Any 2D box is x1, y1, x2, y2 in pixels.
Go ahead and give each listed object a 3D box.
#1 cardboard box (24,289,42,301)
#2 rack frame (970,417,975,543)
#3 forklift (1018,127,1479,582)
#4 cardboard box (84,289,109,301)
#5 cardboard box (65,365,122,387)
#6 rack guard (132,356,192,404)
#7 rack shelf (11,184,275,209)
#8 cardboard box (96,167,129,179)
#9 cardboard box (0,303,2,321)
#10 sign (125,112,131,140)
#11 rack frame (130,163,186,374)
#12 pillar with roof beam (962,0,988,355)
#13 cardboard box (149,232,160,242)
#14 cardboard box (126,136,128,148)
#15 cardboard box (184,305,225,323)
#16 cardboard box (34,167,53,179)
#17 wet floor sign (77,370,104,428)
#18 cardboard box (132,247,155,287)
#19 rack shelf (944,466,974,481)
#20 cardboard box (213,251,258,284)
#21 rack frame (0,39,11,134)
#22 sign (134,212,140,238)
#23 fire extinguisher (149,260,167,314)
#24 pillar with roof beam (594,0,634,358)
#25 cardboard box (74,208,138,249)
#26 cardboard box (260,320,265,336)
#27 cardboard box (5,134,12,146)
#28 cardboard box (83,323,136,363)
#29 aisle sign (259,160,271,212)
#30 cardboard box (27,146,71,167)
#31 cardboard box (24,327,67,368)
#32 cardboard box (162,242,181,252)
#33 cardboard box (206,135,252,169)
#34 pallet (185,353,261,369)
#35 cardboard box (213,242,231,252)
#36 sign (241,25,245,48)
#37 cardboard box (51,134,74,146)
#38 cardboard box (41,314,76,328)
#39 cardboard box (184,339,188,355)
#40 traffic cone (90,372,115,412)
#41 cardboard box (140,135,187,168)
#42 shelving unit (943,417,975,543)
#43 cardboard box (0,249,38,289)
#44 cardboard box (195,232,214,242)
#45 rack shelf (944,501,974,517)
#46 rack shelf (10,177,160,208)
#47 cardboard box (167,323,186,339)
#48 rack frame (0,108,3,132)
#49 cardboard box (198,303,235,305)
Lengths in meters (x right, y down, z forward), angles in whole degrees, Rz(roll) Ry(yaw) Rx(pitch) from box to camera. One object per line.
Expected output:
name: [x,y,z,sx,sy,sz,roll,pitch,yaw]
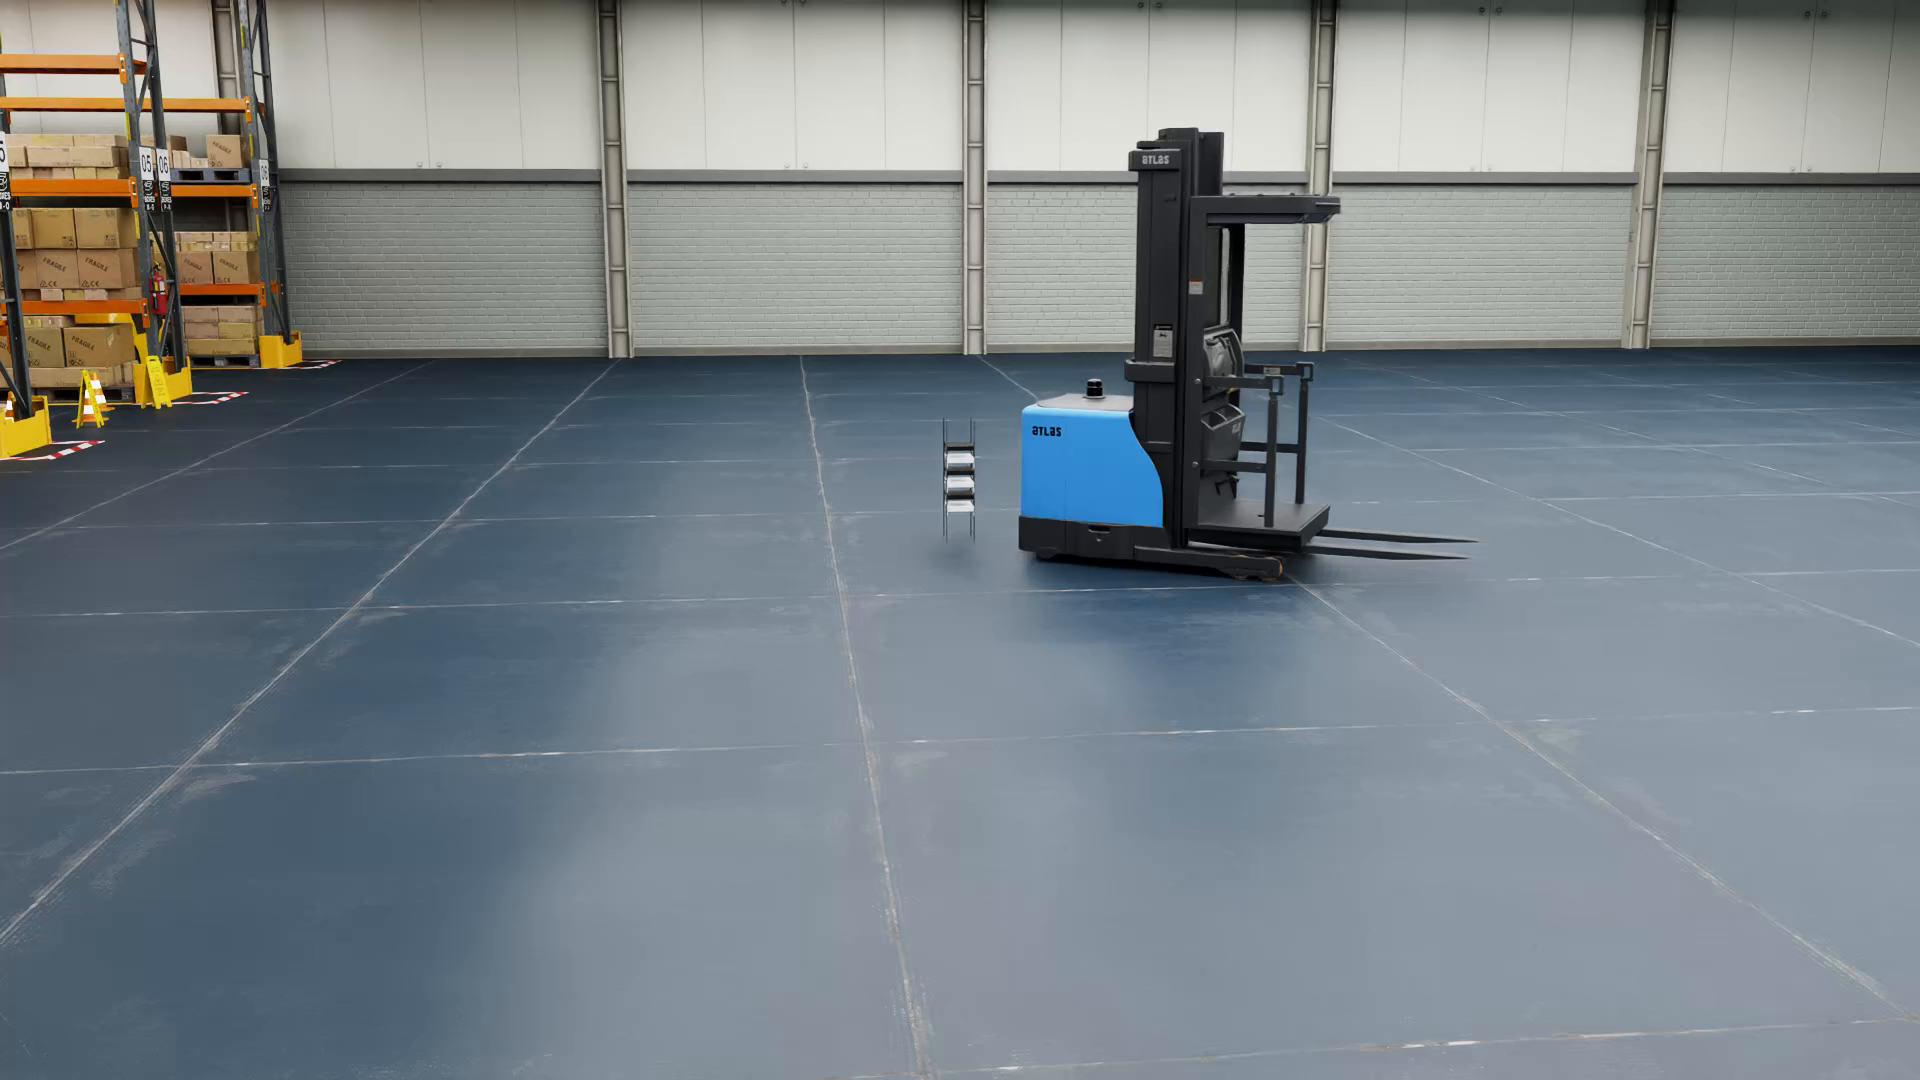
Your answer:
cardboard box: [-11.721,-3.141,21.219,0.250,0.149,0.380,-1,11,-5]
rack frame: [0.093,-0.443,12.291,0.006,0.900,0.240,-1,11,-6]
forklift: [1.978,-1.277,11.265,3.031,2.935,1.130,5,12,22]
cardboard box: [-10.942,-3.131,21.172,0.250,0.149,0.380,-1,11,-7]
cardboard box: [-11.151,-2.118,21.405,0.500,0.250,0.500,-1,11,-6]
rack guard: [-10.429,-2.102,21.764,0.348,0.500,1.175,-1,11,-6]
rack shelf: [-12.881,-5.359,25.941,4.000,0.370,1.077,-1,11,-6]
cardboard box: [-10.678,-4.618,20.955,0.250,0.149,0.380,-1,11,-6]
cardboard box: [-10.082,-2.440,16.615,0.550,0.550,0.875,-1,11,-6]
sign: [-10.313,-5.129,20.613,0.005,0.325,0.100,-1,11,-6]
rack frame: [-10.353,-3.330,21.531,0.127,3.000,1.000,-1,11,-6]
pillar with roof beam: [0.712,-6.808,23.671,0.400,9.000,9.100,-1,11,-6]
cardboard box: [-12.484,-4.701,25.795,0.250,0.149,0.380,-1,11,-5]
cardboard box: [-10.728,-5.102,21.350,0.250,0.149,0.380,-1,11,-6]
cardboard box: [-11.824,-3.548,26.088,0.500,0.250,0.500,-1,11,-5]
cardboard box: [-11.448,-4.615,20.940,0.250,0.149,0.380,-1,11,-6]
wet floor sign: [-9.903,-1.608,18.875,0.232,0.644,0.267,-3,12,-16]
cardboard box: [-10.854,-3.568,21.713,0.500,0.500,0.500,-1,11,-7]
rack shelf: [-0.008,-0.497,12.269,0.200,0.077,0.258,-1,11,-6]
cardboard box: [-11.354,-4.270,26.054,0.500,0.500,0.500,-1,11,-7]
rack frame: [-14.869,-7.142,25.370,0.127,3.000,1.000,-1,11,-6]
sign: [-10.313,-3.946,20.845,0.005,0.325,0.100,-1,11,-6]
fire extinguisher: [-10.190,-3.206,21.101,0.183,0.674,0.296,-1,11,-6]
pillar with roof beam: [-5.253,-6.683,23.035,0.400,9.000,9.100,-1,11,-6]
cardboard box: [-10.837,-3.963,21.129,0.500,0.500,0.700,-1,11,-7]
cardboard box: [-11.383,-3.414,26.702,0.500,0.250,0.500,-1,11,-5]
cardboard box: [-11.934,-5.000,20.832,0.250,0.149,0.380,-2,11,-8]
cardboard box: [-11.208,-2.591,21.864,0.500,0.500,0.500,-2,11,-8]
aisle sign: [-10.796,-5.503,25.842,0.004,0.787,0.394,-1,11,-6]
cardboard box: [-11.334,-4.804,20.871,0.500,0.250,0.500,-1,11,-7]
cardboard box: [-11.640,-2.477,21.285,0.500,0.500,0.500,-1,11,-4]
cardboard box: [-12.231,-4.566,25.877,0.250,0.149,0.380,-2,11,-8]
cardboard box: [-11.307,-6.002,25.739,0.500,0.500,0.500,-1,11,-4]
pallet: [-11.649,-2.890,26.520,1.213,0.211,1.003,-1,11,-6]
cardboard box: [-11.458,-4.577,25.934,0.250,0.149,0.380,-1,11,-5]
sign: [-10.848,-7.618,25.165,0.005,0.325,0.100,-1,11,-6]
cardboard box: [-11.170,-4.999,20.830,0.250,0.149,0.380,-1,11,-7]
cardboard box: [-11.479,-2.786,21.177,0.250,0.149,0.380,-1,11,-4]
cardboard box: [-12.320,-3.051,26.152,0.500,0.250,0.500,-1,11,-5]
traffic cone: [-10.641,-1.829,20.472,0.334,0.463,0.336,-1,11,-6]
cardboard box: [-12.336,-6.000,25.728,0.500,0.500,0.700,-1,11,-6]
shelving unit: [-0.008,-0.441,12.280,0.210,0.900,0.258,-1,11,-6]
cardboard box: [-11.859,-3.442,21.068,0.500,0.500,0.500,-1,11,-6]
cardboard box: [-11.725,-4.726,25.917,0.250,0.149,0.380,-1,11,-5]
rack shelf: [-0.008,-0.232,12.322,0.200,0.077,0.258,-1,11,-6]
rack shelf: [-12.341,-4.407,21.099,4.000,0.370,1.077,-1,11,-6]
cardboard box: [-12.354,-3.291,26.075,0.500,0.250,0.500,-1,11,-7]
rack frame: [-9.718,-5.327,16.134,0.127,3.000,1.000,-1,11,-6]
cardboard box: [-11.887,-3.645,26.578,0.500,0.250,0.500,-1,11,-6]
